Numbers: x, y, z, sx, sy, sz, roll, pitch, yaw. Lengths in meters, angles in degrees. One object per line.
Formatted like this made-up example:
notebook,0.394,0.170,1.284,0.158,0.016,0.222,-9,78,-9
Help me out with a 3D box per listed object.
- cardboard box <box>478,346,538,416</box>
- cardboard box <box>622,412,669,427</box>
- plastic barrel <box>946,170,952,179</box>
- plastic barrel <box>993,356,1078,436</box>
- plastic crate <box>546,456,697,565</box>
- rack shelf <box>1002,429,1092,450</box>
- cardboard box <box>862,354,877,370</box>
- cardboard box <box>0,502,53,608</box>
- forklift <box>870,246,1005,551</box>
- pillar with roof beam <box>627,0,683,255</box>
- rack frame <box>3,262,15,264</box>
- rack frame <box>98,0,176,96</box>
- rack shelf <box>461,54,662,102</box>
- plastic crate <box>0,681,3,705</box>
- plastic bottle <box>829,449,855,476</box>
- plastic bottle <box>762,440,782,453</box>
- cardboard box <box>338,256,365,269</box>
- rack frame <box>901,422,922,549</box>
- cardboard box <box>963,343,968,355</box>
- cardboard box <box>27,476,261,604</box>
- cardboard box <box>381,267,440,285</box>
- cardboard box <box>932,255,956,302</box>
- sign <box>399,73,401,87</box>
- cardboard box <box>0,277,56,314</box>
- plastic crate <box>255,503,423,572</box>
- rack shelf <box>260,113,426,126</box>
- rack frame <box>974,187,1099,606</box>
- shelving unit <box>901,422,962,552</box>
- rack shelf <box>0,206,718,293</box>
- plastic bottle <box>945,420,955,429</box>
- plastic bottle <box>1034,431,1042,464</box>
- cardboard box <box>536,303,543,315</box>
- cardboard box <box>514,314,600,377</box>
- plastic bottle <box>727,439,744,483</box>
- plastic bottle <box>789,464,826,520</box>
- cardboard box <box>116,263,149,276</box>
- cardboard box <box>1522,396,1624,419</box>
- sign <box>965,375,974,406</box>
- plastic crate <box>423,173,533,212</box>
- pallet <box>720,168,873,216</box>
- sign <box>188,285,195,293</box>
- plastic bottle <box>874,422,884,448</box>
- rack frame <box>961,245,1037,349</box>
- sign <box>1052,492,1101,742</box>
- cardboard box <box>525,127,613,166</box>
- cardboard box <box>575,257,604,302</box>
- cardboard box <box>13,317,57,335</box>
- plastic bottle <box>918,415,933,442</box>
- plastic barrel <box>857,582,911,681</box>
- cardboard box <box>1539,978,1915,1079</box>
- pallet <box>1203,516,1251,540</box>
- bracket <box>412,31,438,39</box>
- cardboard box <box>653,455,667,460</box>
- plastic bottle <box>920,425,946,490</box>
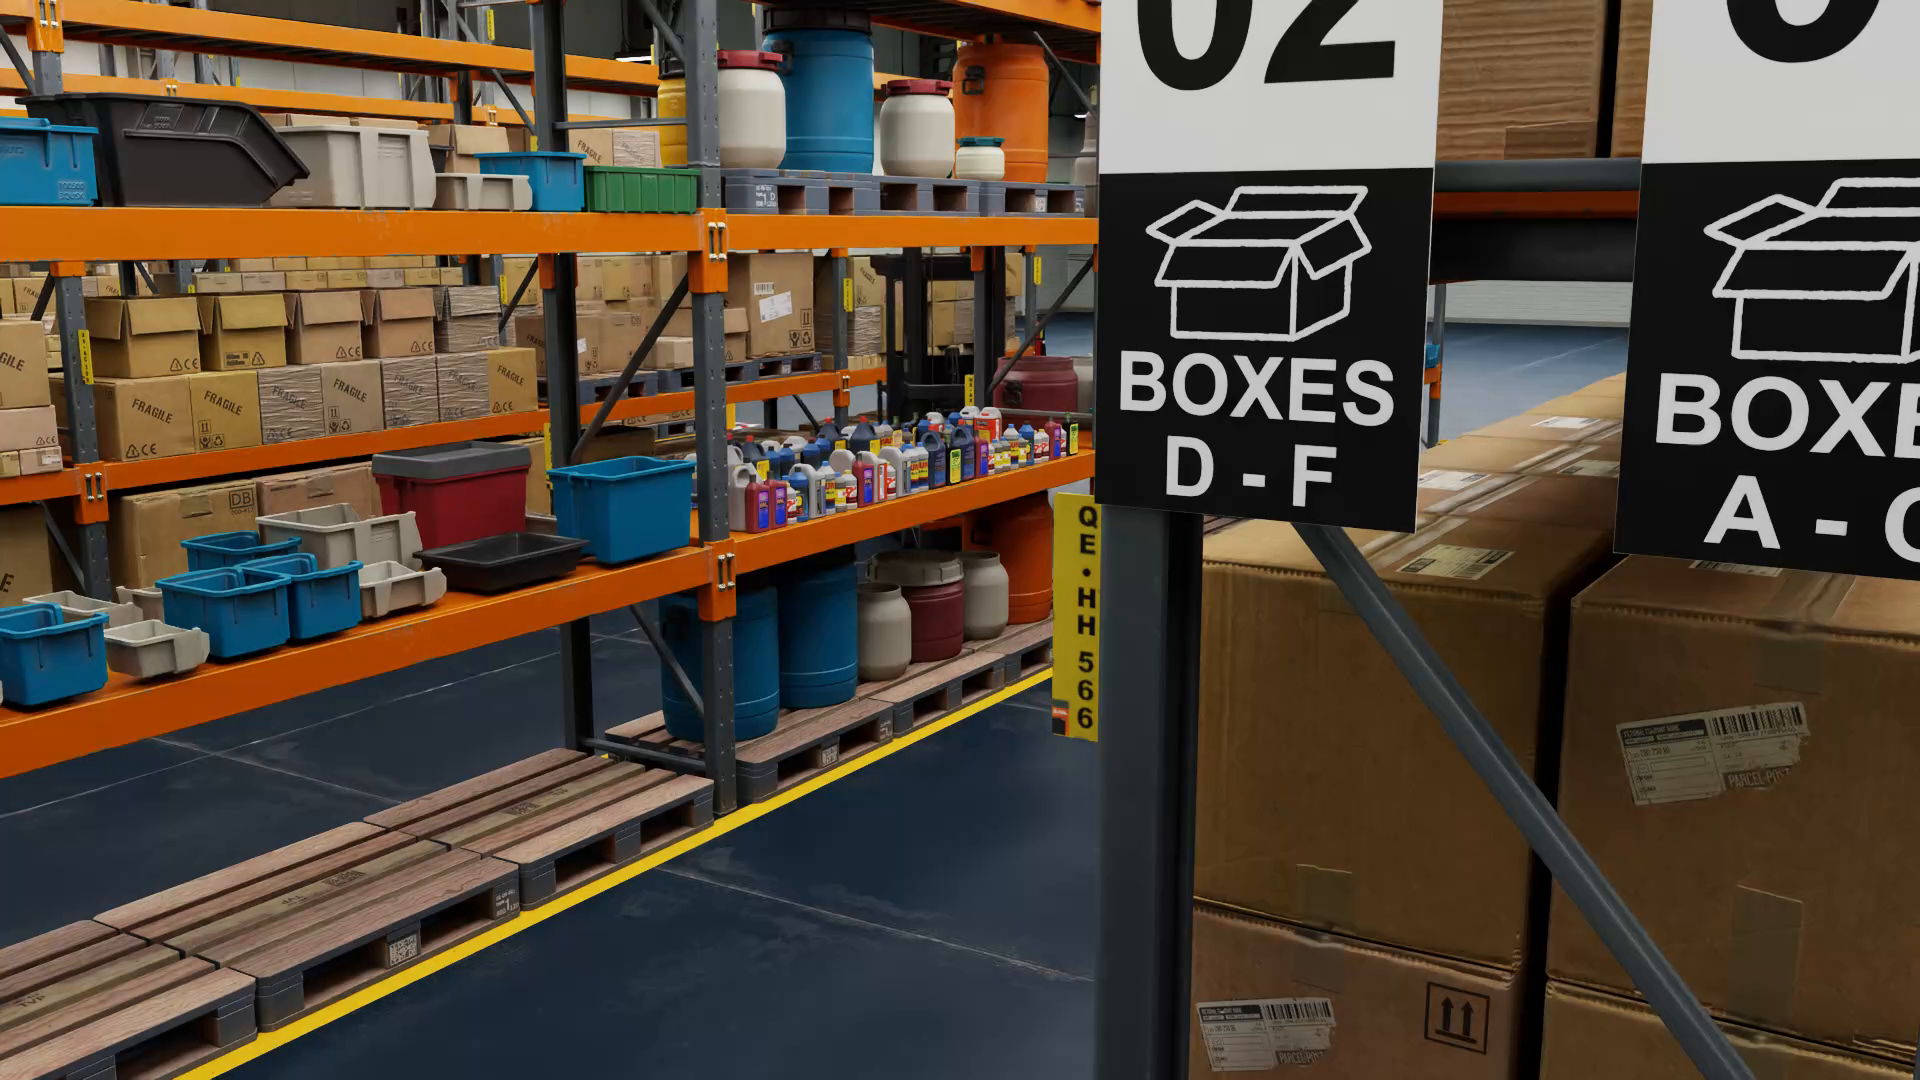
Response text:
cardboard box,-3.726,-1.269,13.226,0.500,0.500,0.500,7,13,32
cardboard box,-4.465,-1.980,21.926,0.875,0.875,0.875,6,12,30
plastic barrel,-0.195,-2.308,10.176,0.294,0.245,0.294,0,11,0
plastic barrel,0.534,-1.017,11.781,0.600,0.536,0.708,6,12,31
plastic crate,-1.476,-0.135,7.318,0.392,0.384,0.575,6,12,31
rack shelf,1.590,-0.809,12.995,1.077,0.370,4.000,6,12,31
cardboard box,-1.095,-1.870,17.390,0.380,0.149,0.250,6,12,31
cardboard box,-6.169,0.242,10.060,0.875,0.875,0.875,6,12,31
forklift,-0.196,-1.562,15.248,1.130,2.935,3.031,-3,11,-15
pillar with roof beam,-3.464,-8.402,35.291,9.100,9.000,0.548,6,12,31
rack frame,-14.318,-3.371,24.724,1.000,3.000,0.127,6,12,31
rack frame,-7.868,-4.760,15.841,1.000,3.000,0.127,6,12,31
rack shelf,-2.643,-4.035,15.008,1.077,0.370,4.000,6,12,31
plastic crate,-2.955,0.460,4.814,0.250,0.136,0.298,6,12,31
plastic bottle,-0.608,-0.355,8.950,0.152,0.276,0.135,6,12,31
plastic bottle,-1.075,-0.409,9.240,0.152,0.276,0.135,6,12,31
cardboard box,-8.900,-3.878,23.635,0.700,0.500,0.500,6,12,30
rack frame,-0.391,-0.348,13.466,0.015,1.200,0.240,-9,14,-39
cardboard box,-0.134,-2.194,19.117,0.380,0.149,0.250,6,12,31
cardboard box,-5.443,0.043,11.121,1.225,0.875,0.875,6,12,31
cardboard box,-6.309,-2.821,18.798,0.700,0.500,0.500,6,12,30
cardboard box,-0.385,-2.921,18.523,0.500,0.500,0.500,6,12,31
sign,-8.461,-7.025,25.186,0.100,0.325,0.005,6,12,31
cardboard box,-11.185,-2.886,19.909,0.500,0.500,0.500,7,12,32
plastic crate,-2.475,0.032,6.705,0.437,0.282,0.530,6,12,31
rack shelf,-9.036,-5.806,23.389,1.077,0.370,4.000,6,12,31
rack frame,0.552,-0.848,11.249,1.000,3.000,0.127,6,12,31
shelving unit,-0.204,-0.377,13.620,0.503,1.200,0.258,-9,14,-39
rack shelf,-2.563,-1.026,5.999,1.077,0.370,4.000,6,12,31
plastic bottle,-0.083,-0.683,10.904,0.097,0.201,0.097,0,11,0
plastic bottle,0.461,-0.578,10.347,0.097,0.201,0.097,0,11,0
cardboard box,-5.344,-2.662,20.529,0.875,0.550,0.550,6,12,31
cardboard box,-3.435,-1.666,14.203,0.500,0.500,0.500,5,12,24
plastic bottle,-1.204,-0.357,8.759,0.144,0.351,0.185,6,12,31
plastic bottle,-0.769,-0.252,8.402,0.152,0.276,0.135,6,12,31
cardboard box,-10.468,-3.414,20.970,0.380,0.149,0.250,6,12,29
cardboard box,1.687,-0.077,4.139,0.500,0.500,0.500,6,12,29
sign,0.078,-0.980,11.509,0.100,0.325,0.005,6,12,31
plastic crate,-1.860,-1.328,6.374,0.293,0.136,0.466,6,12,31
pallet,-1.201,-1.734,8.338,1.213,0.211,1.003,6,12,31
sign,-7.399,-2.291,16.024,0.100,0.325,0.005,6,12,31
plastic bottle,-0.512,-0.587,10.202,0.097,0.271,0.097,0,11,0
rack frame,0.472,-2.580,20.497,1.000,3.000,0.127,6,12,31
sign,0.166,0.103,2.162,0.100,0.325,0.005,6,12,31
cardboard box,-3.217,-3.140,13.709,0.500,0.500,0.500,7,12,31
cardboard box,-4.986,-3.269,20.837,0.875,0.550,0.550,6,12,31
cardboard box,-8.264,-1.906,14.821,0.380,0.149,0.250,6,12,31
plastic bottle,-0.221,-0.654,10.559,0.097,0.271,0.097,0,11,0
plastic barrel,-0.491,0.522,9.551,0.421,0.512,0.421,0,11,0
cardboard box,1.086,0.790,2.227,0.500,0.500,0.500,7,13,32
pallet,2.254,0.020,14.186,1.003,0.211,1.213,6,12,31
bracket,-10.171,-9.539,31.587,0.235,0.232,0.430,6,12,31
cardboard box,-3.073,-0.505,15.012,0.700,0.500,0.500,5,12,26
plastic bottle,-0.170,-0.469,9.356,0.144,0.351,0.185,6,12,31
